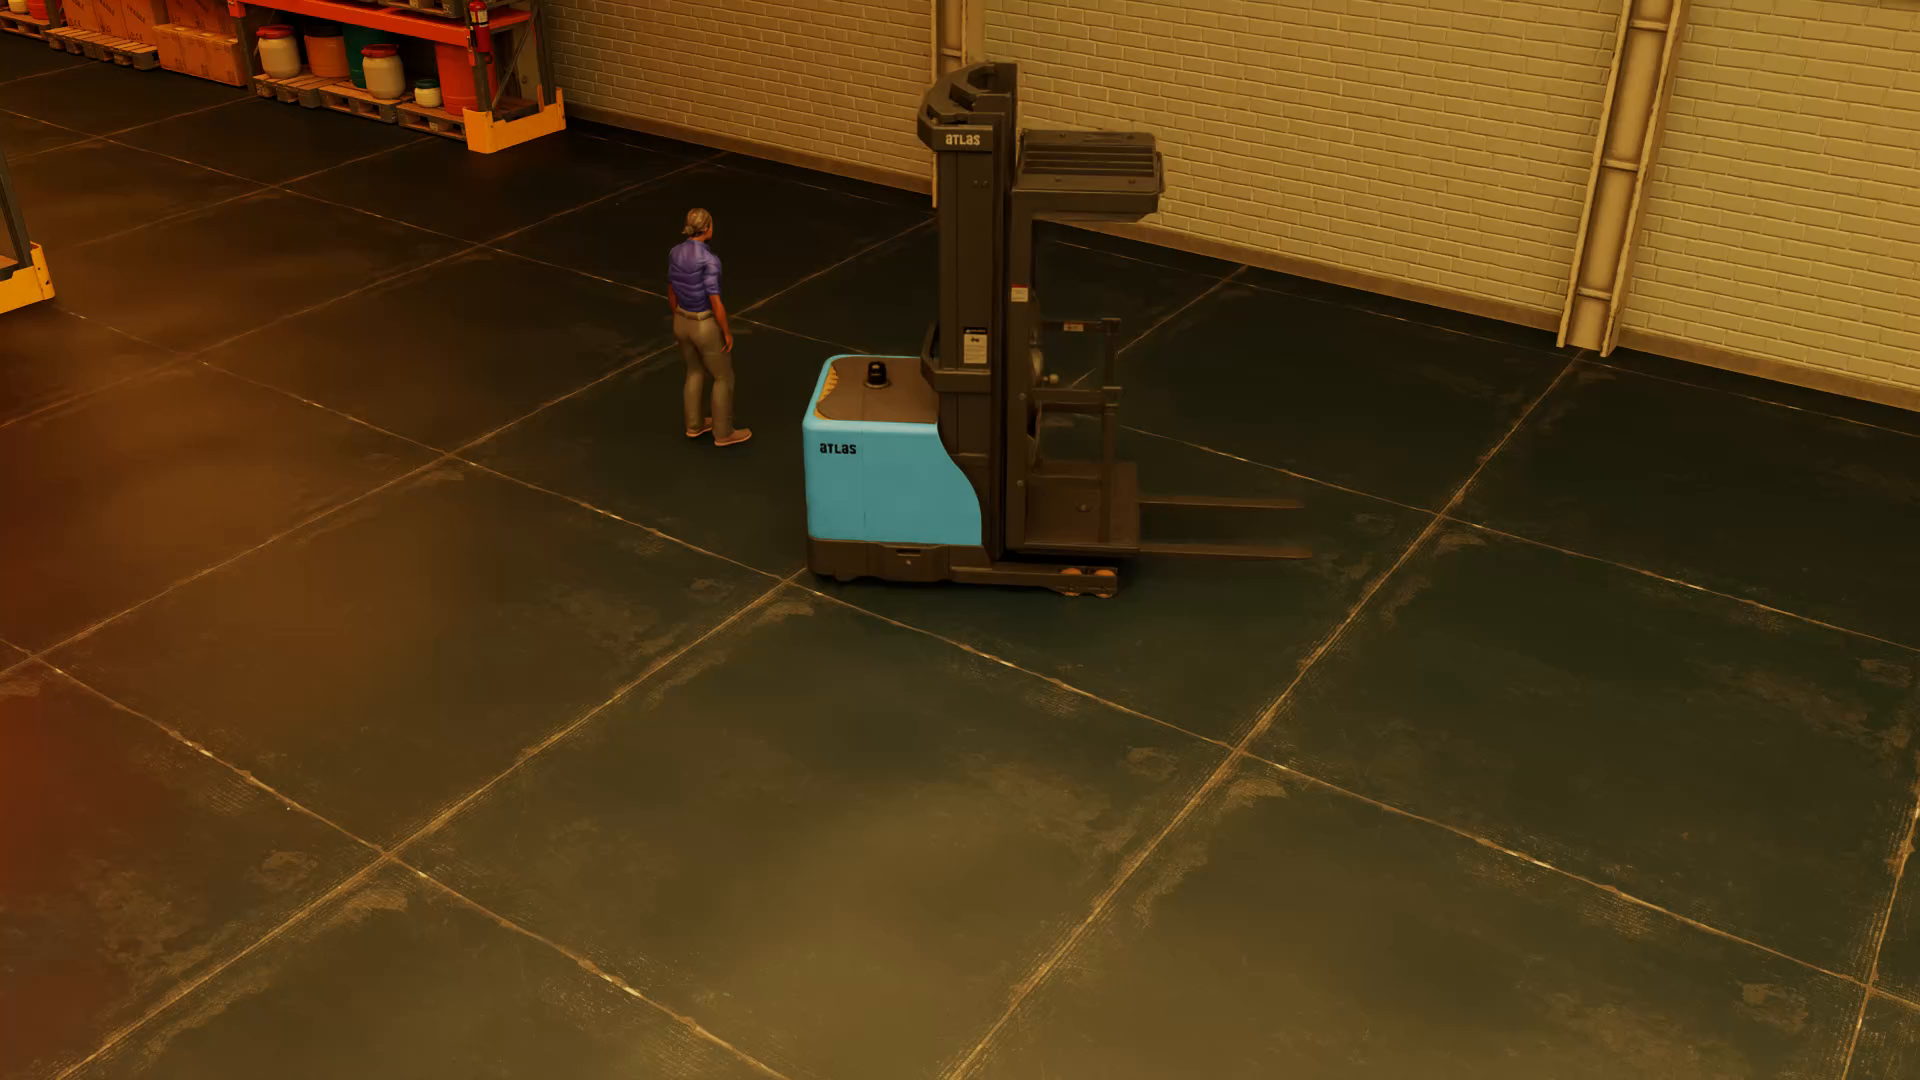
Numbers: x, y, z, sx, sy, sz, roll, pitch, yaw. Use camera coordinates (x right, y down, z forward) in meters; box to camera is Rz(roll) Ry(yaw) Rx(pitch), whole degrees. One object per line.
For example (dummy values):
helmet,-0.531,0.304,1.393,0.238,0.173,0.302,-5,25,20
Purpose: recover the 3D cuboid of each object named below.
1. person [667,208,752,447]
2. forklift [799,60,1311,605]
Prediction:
person,-1.752,-1.449,11.351,0.509,1.653,0.351,21,36,31
forklift,0.613,-1.174,9.604,3.031,2.935,1.130,5,30,8
